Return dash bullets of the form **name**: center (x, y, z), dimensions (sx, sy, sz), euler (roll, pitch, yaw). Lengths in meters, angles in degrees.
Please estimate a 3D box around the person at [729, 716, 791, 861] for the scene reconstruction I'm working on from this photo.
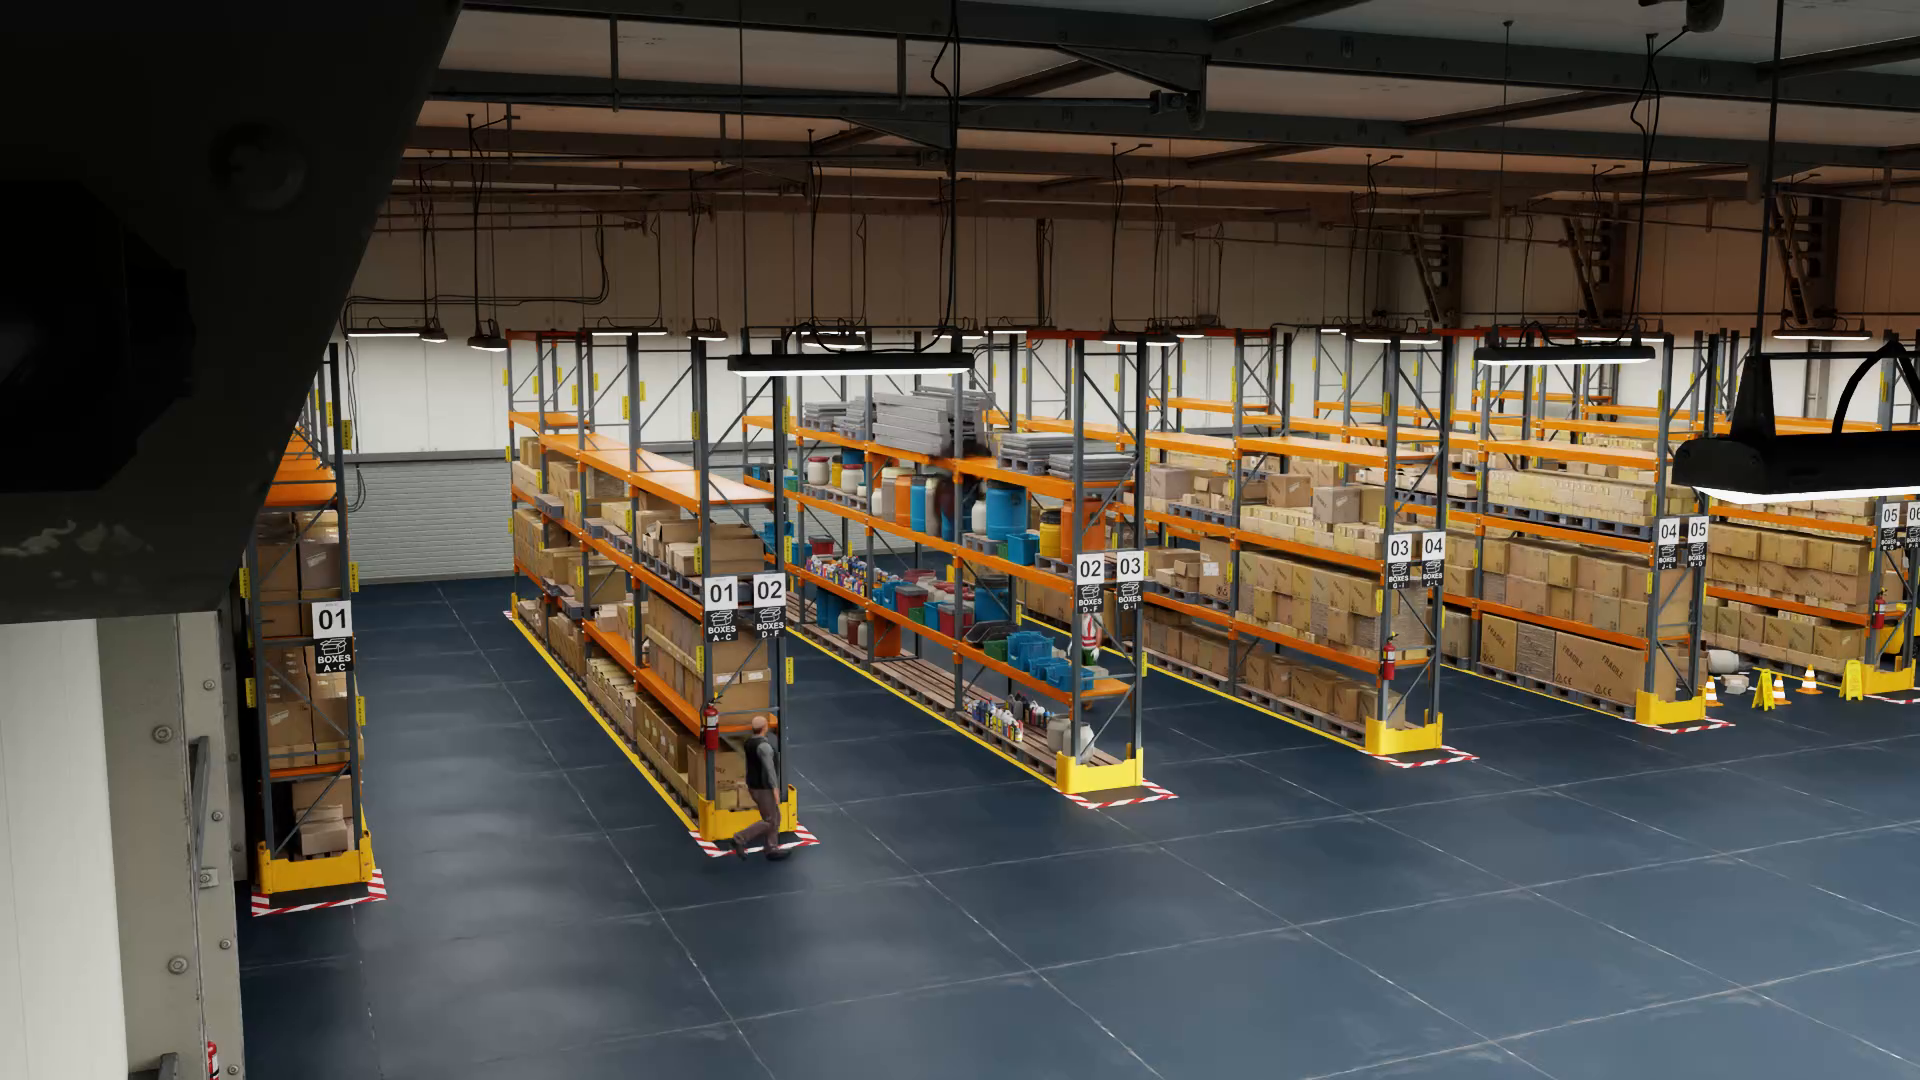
- **person**: center (-2.337, 2.879, 19.270), dimensions (0.740, 1.697, 0.558), euler (-2, 8, -16)

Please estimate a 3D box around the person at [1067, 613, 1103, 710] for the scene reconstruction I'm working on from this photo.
- **person**: center (2.009, 1.776, 26.738), dimensions (0.569, 1.806, 0.536), euler (4, 9, 29)
